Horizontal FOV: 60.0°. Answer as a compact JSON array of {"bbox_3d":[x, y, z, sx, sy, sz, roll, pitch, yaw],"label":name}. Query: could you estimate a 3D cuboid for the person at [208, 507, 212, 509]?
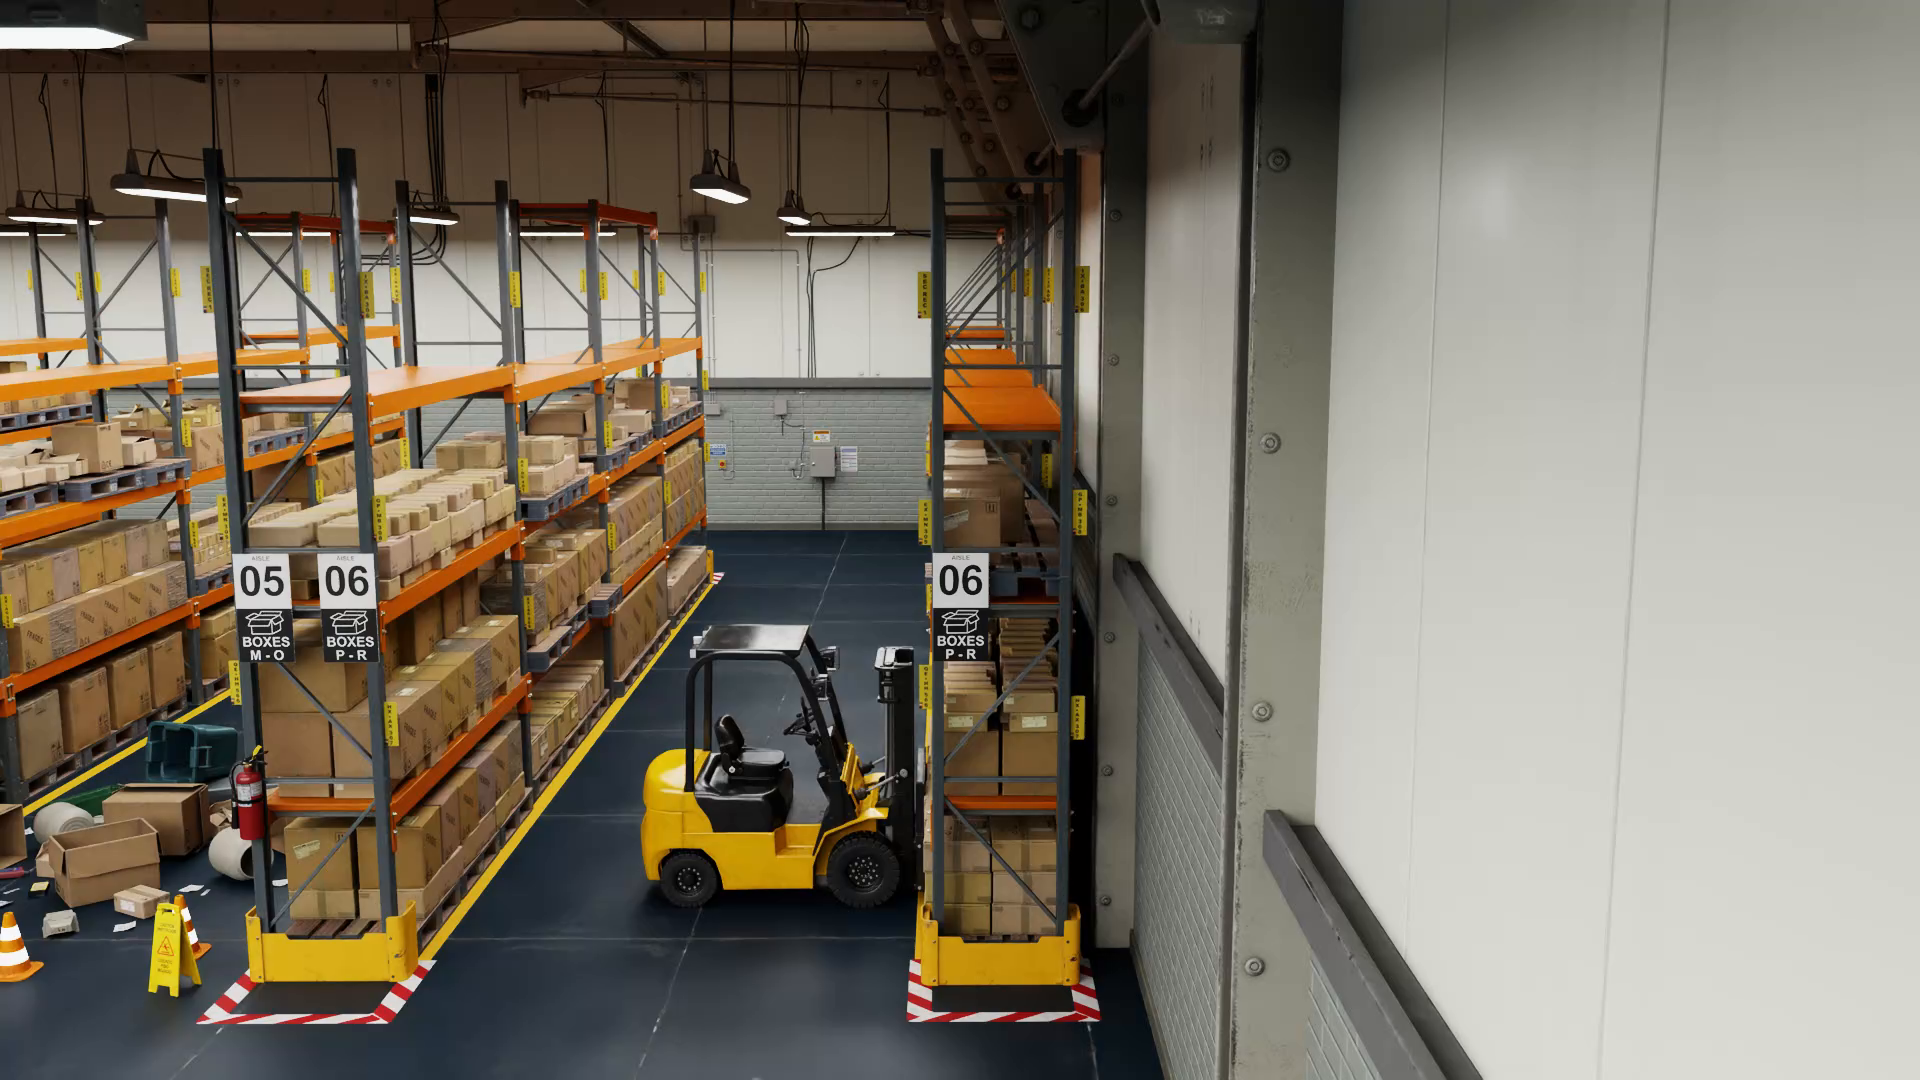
[{"bbox_3d":[-11.485,0.281,25.601,0.540,1.579,0.888,0,9,0],"label":"person"}]
